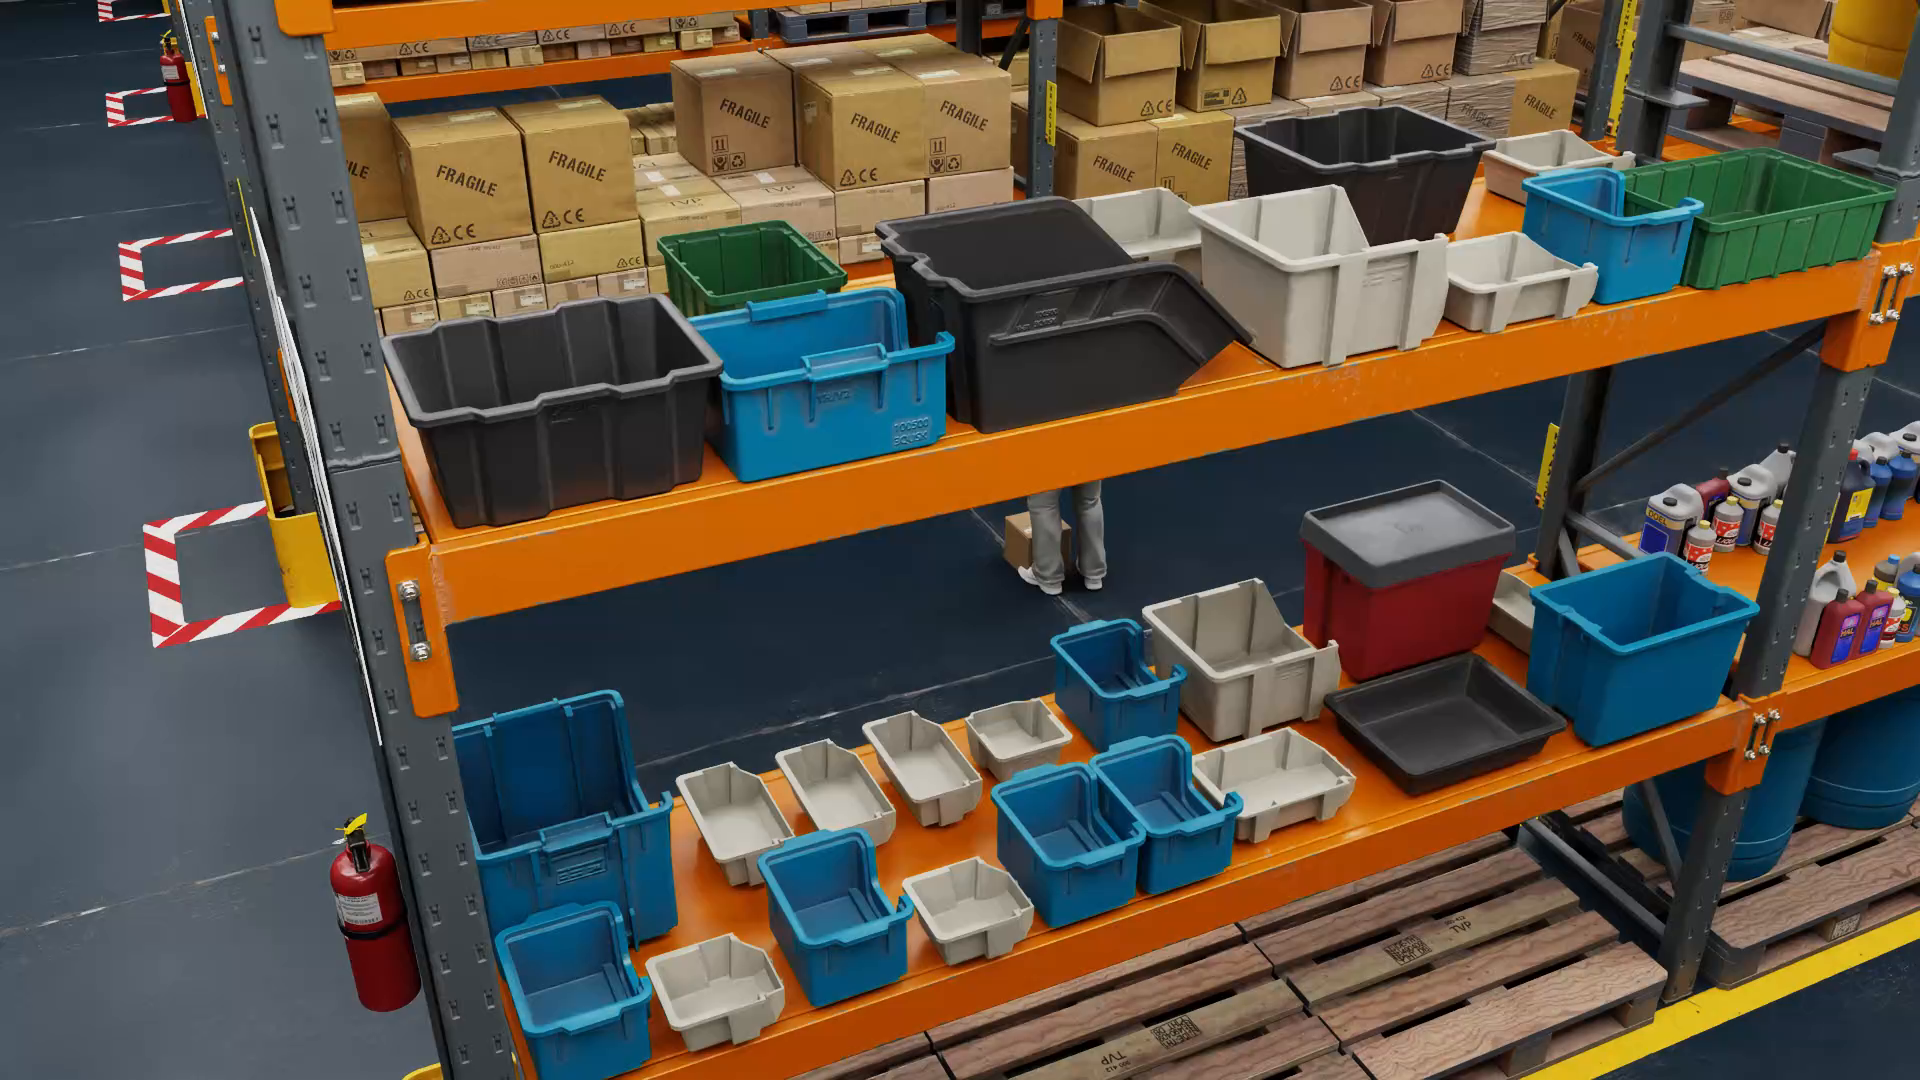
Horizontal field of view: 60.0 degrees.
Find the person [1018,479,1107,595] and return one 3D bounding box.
[{"bbox_3d":[0.505,-0.505,8.020,0.485,1.673,0.407,-13,32,-22],"label":"person"}]
